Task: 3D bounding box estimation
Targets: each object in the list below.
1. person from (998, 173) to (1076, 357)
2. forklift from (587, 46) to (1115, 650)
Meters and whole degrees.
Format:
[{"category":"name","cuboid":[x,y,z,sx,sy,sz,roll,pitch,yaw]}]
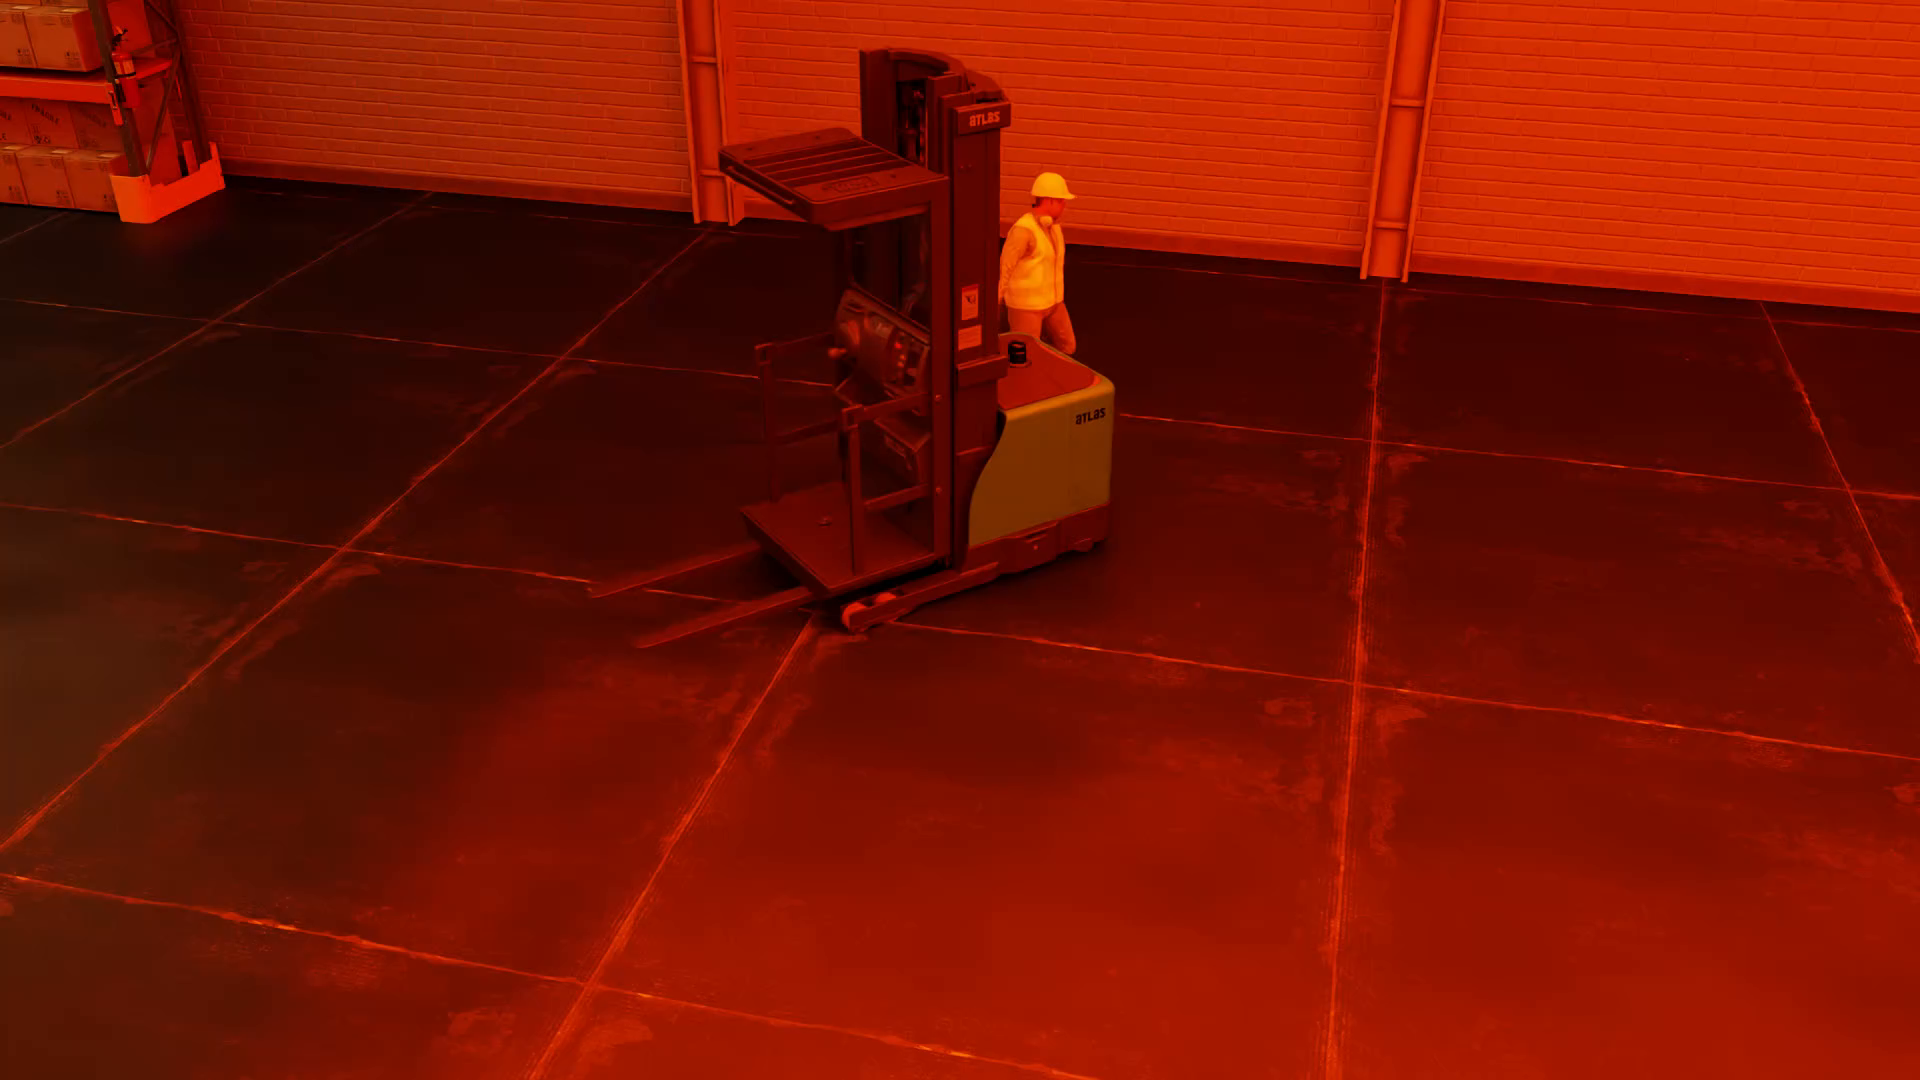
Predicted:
[{"category":"person","cuboid":[0.454,-1.629,11.334,0.492,1.743,0.854,20,35,31]},{"category":"forklift","cuboid":[-0.606,-1.055,9.032,3.031,2.935,1.130,-18,34,-28]}]
